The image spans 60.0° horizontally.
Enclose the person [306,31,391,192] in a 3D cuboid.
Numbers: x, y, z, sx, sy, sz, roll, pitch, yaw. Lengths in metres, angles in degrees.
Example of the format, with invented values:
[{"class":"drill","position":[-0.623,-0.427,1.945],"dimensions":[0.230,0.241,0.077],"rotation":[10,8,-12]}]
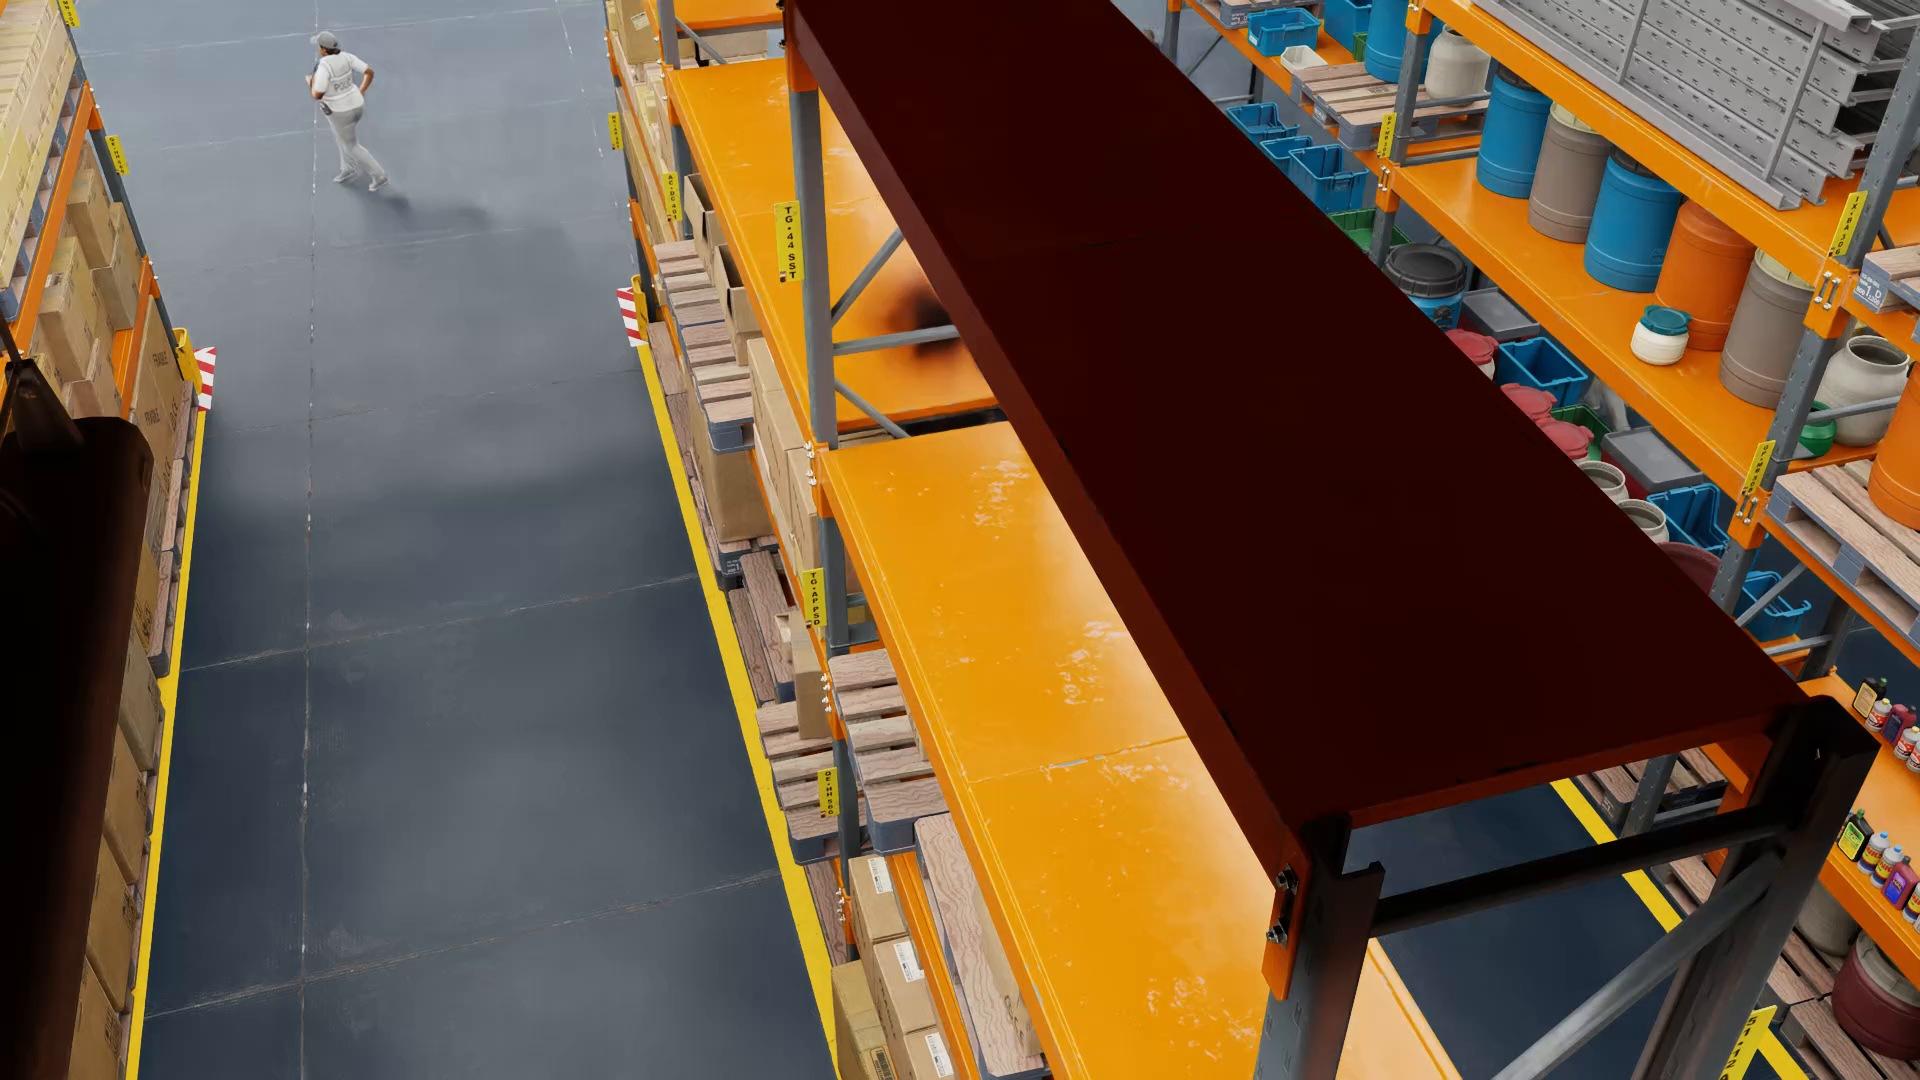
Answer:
[{"class":"person","position":[-6.281,-4.356,16.974],"dimensions":[0.815,1.710,0.590],"rotation":[12,40,15]}]

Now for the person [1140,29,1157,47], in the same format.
[{"class":"person","position":[1.916,-4.504,17.248],"dimensions":[0.583,1.600,0.612],"rotation":[10,40,13]}]

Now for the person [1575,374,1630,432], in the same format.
[{"class":"person","position":[5.360,-1.590,13.455],"dimensions":[0.557,1.738,0.835],"rotation":[-14,40,-17]}]
